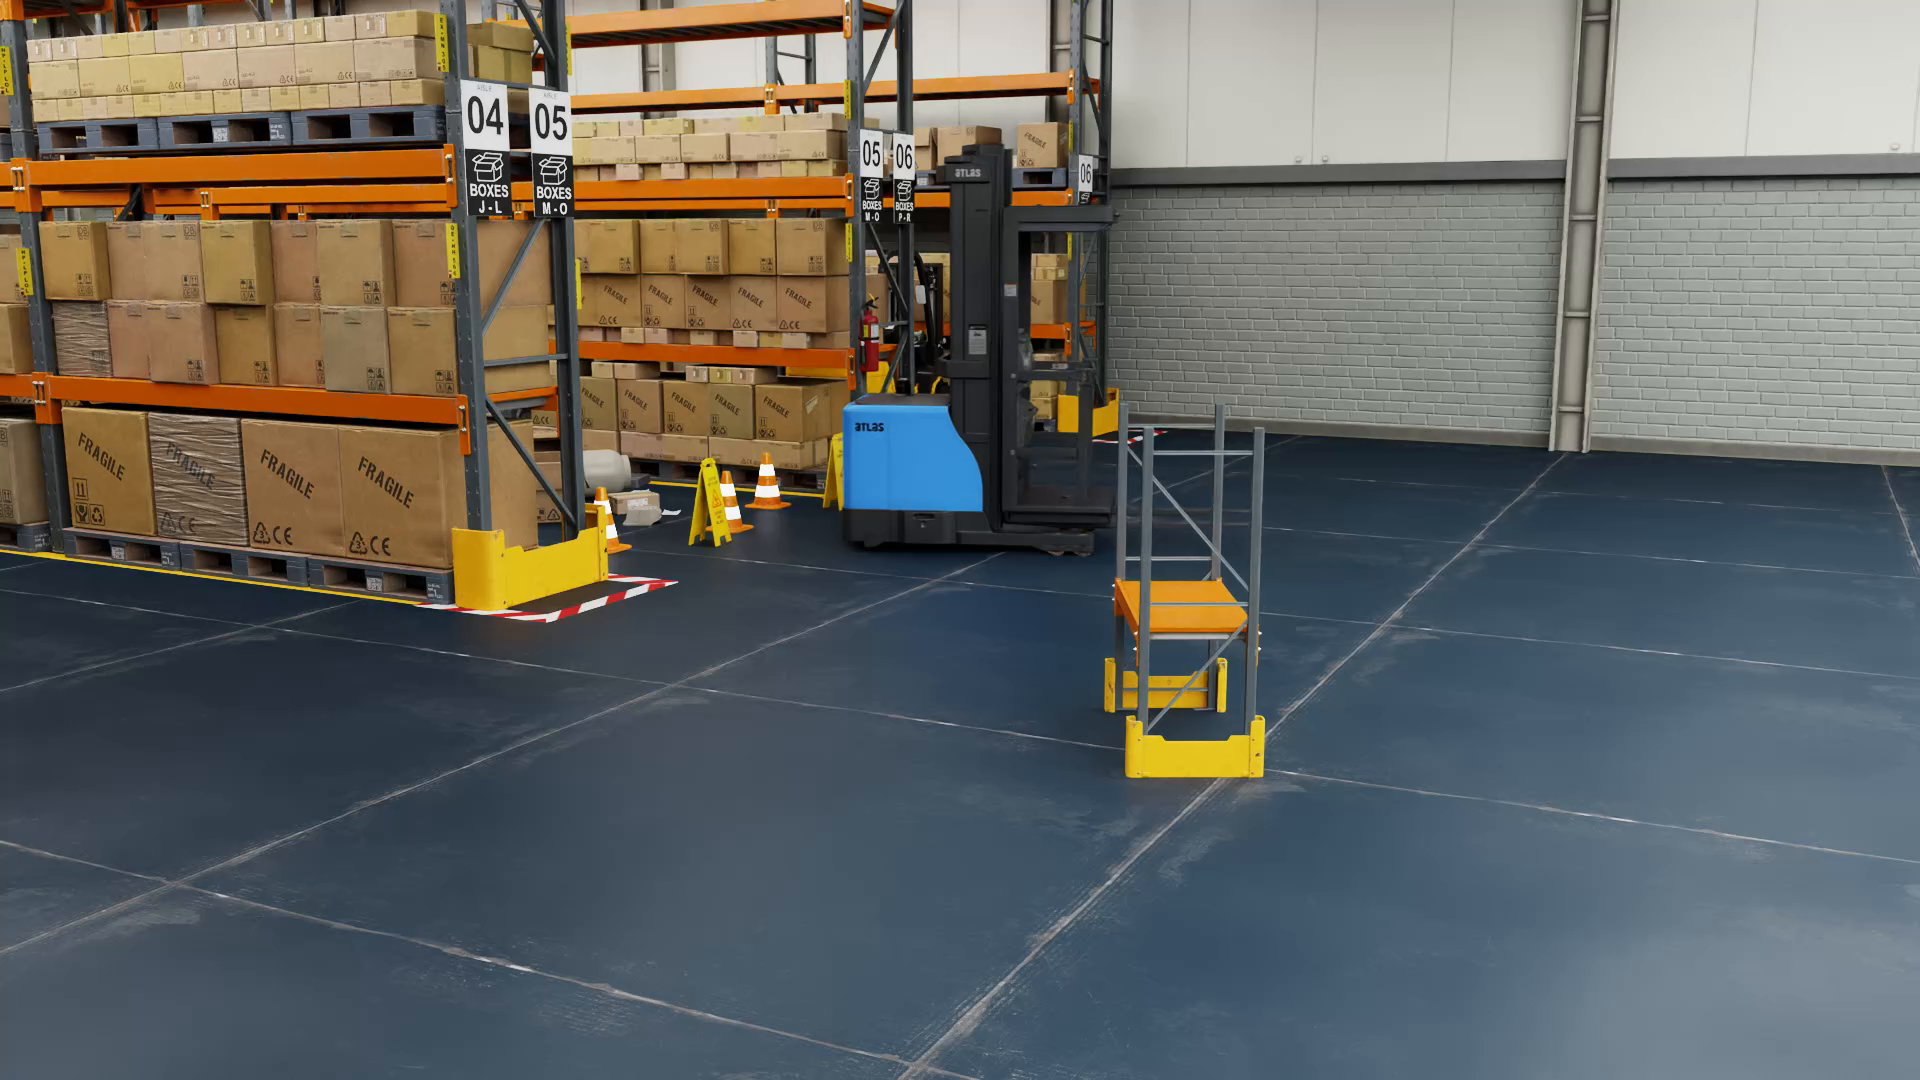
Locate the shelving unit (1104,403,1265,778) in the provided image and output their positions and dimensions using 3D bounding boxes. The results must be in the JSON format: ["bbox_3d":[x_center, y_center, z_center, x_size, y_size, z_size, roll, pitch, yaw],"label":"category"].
[{"bbox_3d":[1.004,0.182,7.512,0.587,1.500,1.083,0,10,0],"label":"shelving unit"}]

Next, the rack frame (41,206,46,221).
[{"bbox_3d":[-11.459,-2.884,20.243,0.127,3.000,1.000,5,11,26],"label":"rack frame"}]

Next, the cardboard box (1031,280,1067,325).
[{"bbox_3d":[0.938,-2.778,19.373,0.500,0.500,0.500,5,11,25],"label":"cardboard box"}]

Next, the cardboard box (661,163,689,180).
[{"bbox_3d":[-2.538,-3.388,15.311,0.250,0.149,0.380,5,11,25],"label":"cardboard box"}]

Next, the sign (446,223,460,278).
[{"bbox_3d":[-3.050,-1.741,10.009,0.005,0.325,0.100,5,11,26],"label":"sign"}]

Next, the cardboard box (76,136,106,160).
[{"bbox_3d":[-9.581,-4.393,18.699,0.500,0.500,0.500,5,11,26],"label":"cardboard box"}]

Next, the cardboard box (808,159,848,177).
[{"bbox_3d":[-1.141,-3.274,14.682,0.250,0.149,0.380,5,11,26],"label":"cardboard box"}]

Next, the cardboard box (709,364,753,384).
[{"bbox_3d":[-2.114,-1.540,15.432,0.250,0.149,0.380,5,12,27],"label":"cardboard box"}]

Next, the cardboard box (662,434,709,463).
[{"bbox_3d":[-2.474,-0.895,15.795,0.500,0.250,0.500,5,11,24],"label":"cardboard box"}]

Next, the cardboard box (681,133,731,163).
[{"bbox_3d":[-2.193,-3.564,15.165,0.500,0.250,0.500,5,12,27],"label":"cardboard box"}]

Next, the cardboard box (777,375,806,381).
[{"bbox_3d":[-1.791,-1.311,15.988,0.500,0.500,0.500,5,11,24],"label":"cardboard box"}]

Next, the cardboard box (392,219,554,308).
[{"bbox_3d":[-3.113,-1.780,10.692,0.550,0.550,0.875,5,11,26],"label":"cardboard box"}]

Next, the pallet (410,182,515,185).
[{"bbox_3d":[-4.791,-3.703,16.872,1.003,0.211,1.213,5,11,26],"label":"pallet"}]

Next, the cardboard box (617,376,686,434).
[{"bbox_3d":[-2.925,-1.305,15.955,0.500,0.500,0.500,6,12,29],"label":"cardboard box"}]

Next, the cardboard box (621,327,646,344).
[{"bbox_3d":[-3.001,-1.952,15.797,0.250,0.149,0.380,5,11,26],"label":"cardboard box"}]

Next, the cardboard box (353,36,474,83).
[{"bbox_3d":[-3.360,-2.938,10.246,0.500,0.250,0.500,5,11,27],"label":"cardboard box"}]

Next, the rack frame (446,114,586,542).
[{"bbox_3d":[-2.797,-1.140,10.606,0.127,3.000,1.000,5,11,26],"label":"rack frame"}]

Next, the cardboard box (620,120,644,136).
[{"bbox_3d":[-2.954,-3.828,15.500,0.250,0.149,0.380,5,11,25],"label":"cardboard box"}]

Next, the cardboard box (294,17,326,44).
[{"bbox_3d":[-3.935,-3.173,10.424,0.250,0.149,0.380,5,12,27],"label":"cardboard box"}]

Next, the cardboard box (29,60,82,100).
[{"bbox_3d":[-6.070,-3.176,11.561,0.500,0.250,0.500,5,11,26],"label":"cardboard box"}]

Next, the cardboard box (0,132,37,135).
[{"bbox_3d":[-7.204,-3.185,12.727,0.380,0.149,0.250,5,11,26],"label":"cardboard box"}]

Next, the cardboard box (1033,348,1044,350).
[{"bbox_3d":[0.699,-2.184,20.109,0.500,0.250,0.500,5,11,26],"label":"cardboard box"}]

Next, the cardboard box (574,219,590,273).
[{"bbox_3d":[-3.538,-2.828,16.011,0.500,0.500,0.700,5,11,26],"label":"cardboard box"}]

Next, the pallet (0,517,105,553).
[{"bbox_3d":[-7.109,-0.132,12.865,1.213,0.211,1.003,5,11,26],"label":"pallet"}]

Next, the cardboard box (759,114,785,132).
[{"bbox_3d":[-1.583,-3.706,14.830,0.250,0.149,0.380,5,11,25],"label":"cardboard box"}]

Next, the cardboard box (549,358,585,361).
[{"bbox_3d":[-5.125,-2.349,22.773,0.625,0.625,0.875,5,12,28],"label":"cardboard box"}]

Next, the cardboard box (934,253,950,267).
[{"bbox_3d":[-0.108,-3.325,19.744,0.250,0.149,0.380,5,12,27],"label":"cardboard box"}]

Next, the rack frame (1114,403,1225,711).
[{"bbox_3d":[1.002,0.093,8.004,0.500,1.500,0.032,0,10,0],"label":"rack frame"}]

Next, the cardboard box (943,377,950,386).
[{"bbox_3d":[0.003,-1.898,19.933,0.500,0.250,0.500,5,11,25],"label":"cardboard box"}]

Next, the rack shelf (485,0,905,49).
[{"bbox_3d":[-2.491,-4.692,15.419,4.000,0.370,1.077,5,11,26],"label":"rack shelf"}]

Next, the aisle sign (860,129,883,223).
[{"bbox_3d":[-0.770,-3.166,14.504,0.004,0.787,0.394,5,11,26],"label":"aisle sign"}]

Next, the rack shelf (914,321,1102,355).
[{"bbox_3d":[-0.298,-2.535,20.335,4.000,0.370,1.077,5,11,26],"label":"rack shelf"}]

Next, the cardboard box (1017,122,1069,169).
[{"bbox_3d":[0.991,-4.508,19.055,0.500,0.500,0.500,5,12,28],"label":"cardboard box"}]

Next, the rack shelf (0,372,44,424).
[{"bbox_3d":[-8.178,-1.259,13.282,4.000,0.370,1.077,5,11,26],"label":"rack shelf"}]

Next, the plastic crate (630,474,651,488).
[{"bbox_3d":[-3.239,-0.562,15.612,0.583,0.080,0.402,1,10,6],"label":"plastic crate"}]

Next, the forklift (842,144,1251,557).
[{"bbox_3d":[0.679,-1.423,12.364,3.031,2.935,1.130,1,10,7],"label":"forklift"}]

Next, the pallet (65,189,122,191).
[{"bbox_3d":[-9.477,-4.082,18.969,1.213,0.211,1.003,6,12,28],"label":"pallet"}]

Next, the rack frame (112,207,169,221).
[{"bbox_3d":[-12.853,-3.992,26.366,0.127,3.000,1.000,5,11,26],"label":"rack frame"}]

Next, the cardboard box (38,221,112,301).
[{"bbox_3d":[-6.069,-2.026,12.047,0.550,0.550,0.875,5,11,26],"label":"cardboard box"}]

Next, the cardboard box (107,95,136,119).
[{"bbox_3d":[-5.527,-2.921,11.268,0.250,0.149,0.380,5,11,25],"label":"cardboard box"}]

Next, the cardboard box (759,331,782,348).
[{"bbox_3d":[-1.624,-1.836,15.157,0.250,0.149,0.380,5,11,25],"label":"cardboard box"}]

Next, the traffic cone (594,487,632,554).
[{"bbox_3d":[-2.645,-0.160,12.316,0.334,0.463,0.336,5,11,26],"label":"traffic cone"}]

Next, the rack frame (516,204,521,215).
[{"bbox_3d":[-5.679,-3.362,22.883,0.127,3.000,1.000,5,11,26],"label":"rack frame"}]

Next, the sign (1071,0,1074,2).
[{"bbox_3d":[1.243,-6.097,18.303,0.005,0.325,0.100,5,11,26],"label":"sign"}]

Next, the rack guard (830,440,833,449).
[{"bbox_3d":[-0.766,-0.714,15.274,0.348,0.500,1.175,5,11,26],"label":"rack guard"}]

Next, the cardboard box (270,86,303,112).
[{"bbox_3d":[-4.158,-2.800,10.604,0.250,0.149,0.380,5,11,25],"label":"cardboard box"}]

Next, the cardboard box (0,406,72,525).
[{"bbox_3d":[-6.981,-0.589,12.701,0.750,0.750,1.050,5,11,26],"label":"cardboard box"}]

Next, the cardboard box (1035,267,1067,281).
[{"bbox_3d":[1.061,-3.082,19.237,0.250,0.149,0.380,5,11,27],"label":"cardboard box"}]

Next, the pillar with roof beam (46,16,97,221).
[{"bbox_3d":[-16.777,-6.613,24.002,0.548,9.000,9.100,5,11,26],"label":"pillar with roof beam"}]

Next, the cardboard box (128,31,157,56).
[{"bbox_3d":[-5.293,-3.293,11.085,0.250,0.149,0.380,5,11,26],"label":"cardboard box"}]

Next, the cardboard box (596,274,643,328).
[{"bbox_3d":[-3.108,-2.293,15.859,0.500,0.500,0.500,5,11,25],"label":"cardboard box"}]

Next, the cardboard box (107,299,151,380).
[{"bbox_3d":[-5.545,-1.462,11.965,0.550,0.550,0.875,5,11,26],"label":"cardboard box"}]
